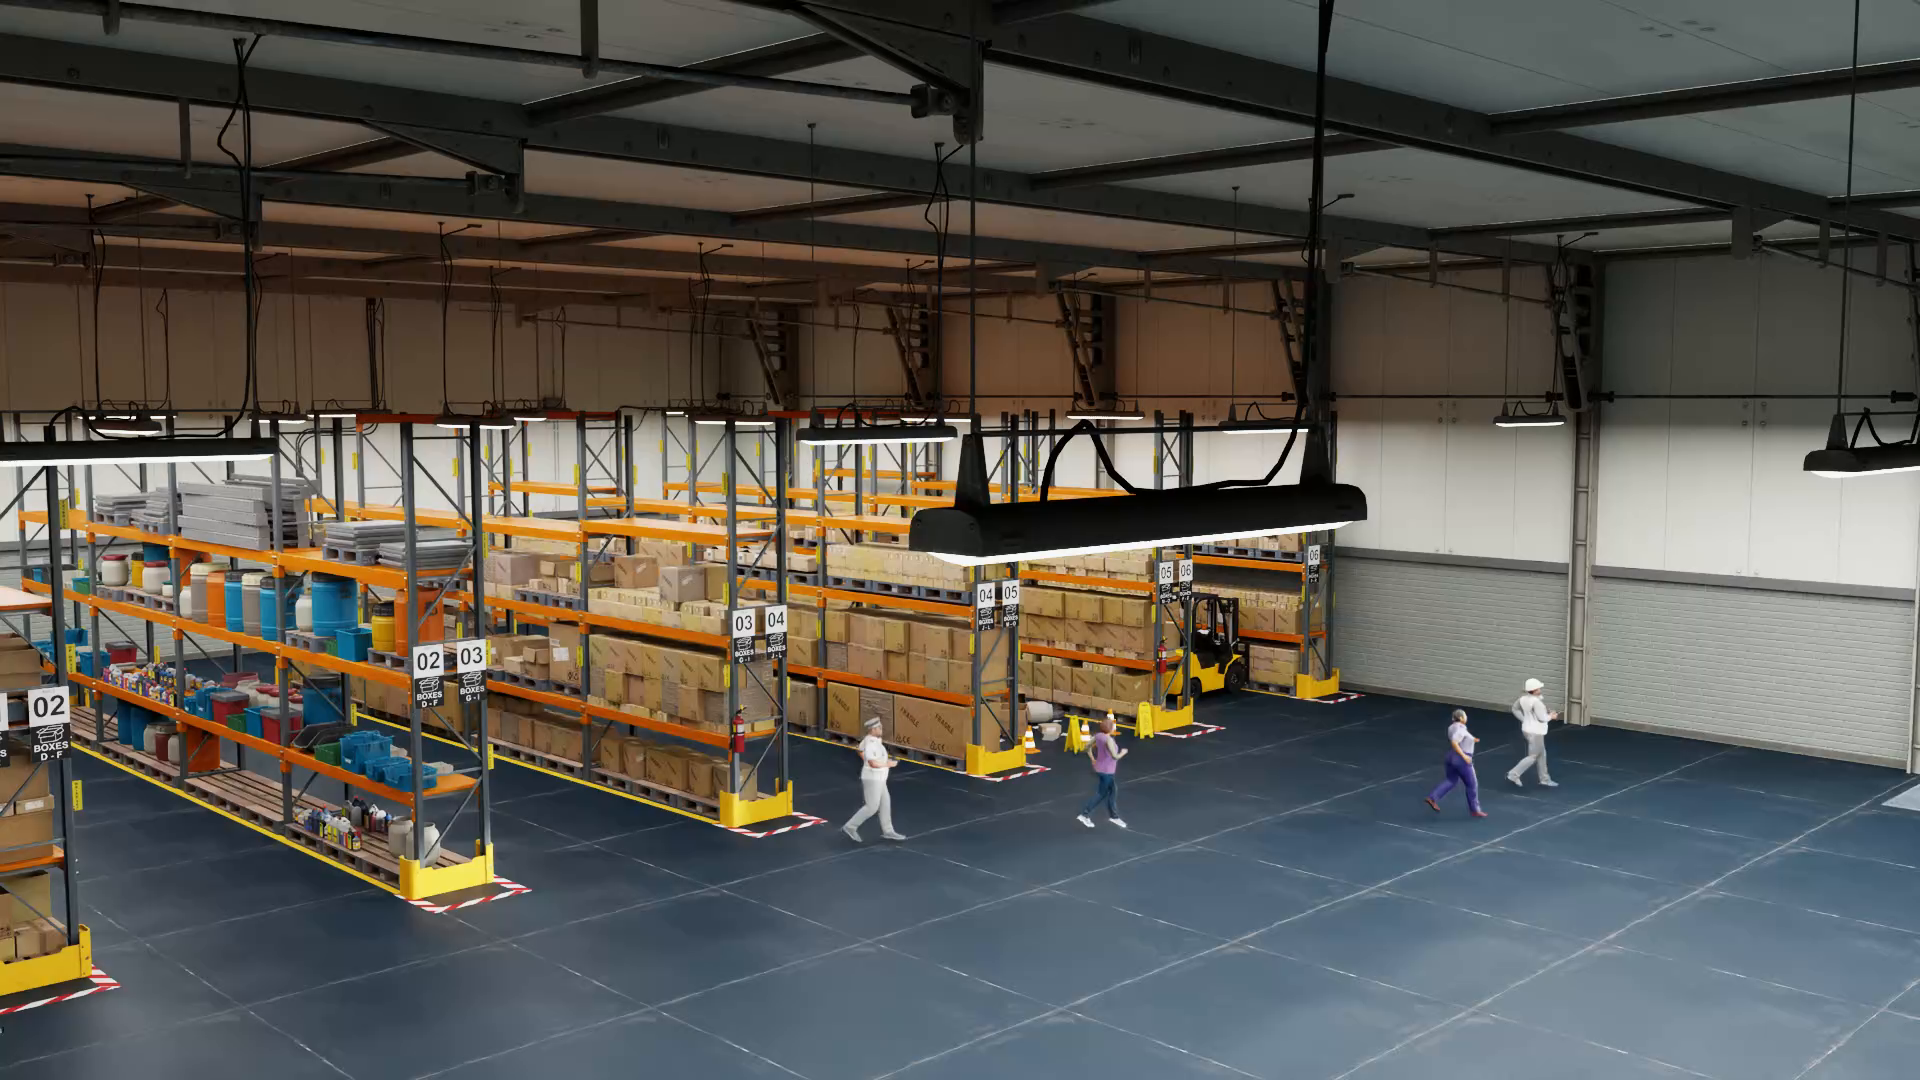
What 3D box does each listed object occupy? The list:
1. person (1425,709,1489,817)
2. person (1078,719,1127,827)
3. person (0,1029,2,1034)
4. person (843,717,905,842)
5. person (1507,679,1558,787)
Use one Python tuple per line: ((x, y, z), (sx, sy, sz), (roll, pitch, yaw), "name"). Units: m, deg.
((7.466, 3.333, 24.901), (0.943, 1.632, 0.608), (-1, 5, -9), "person")
((2.085, 3.412, 24.238), (0.789, 1.630, 0.556), (-1, 5, -16), "person")
((-9.918, 4.058, 16.635), (0.869, 1.657, 0.624), (1, 5, 8), "person")
((-1.217, 3.383, 23.541), (0.885, 1.773, 0.677), (0, 5, -1), "person")
((9.213, 3.099, 26.674), (0.906, 1.766, 0.661), (0, 5, -5), "person")
